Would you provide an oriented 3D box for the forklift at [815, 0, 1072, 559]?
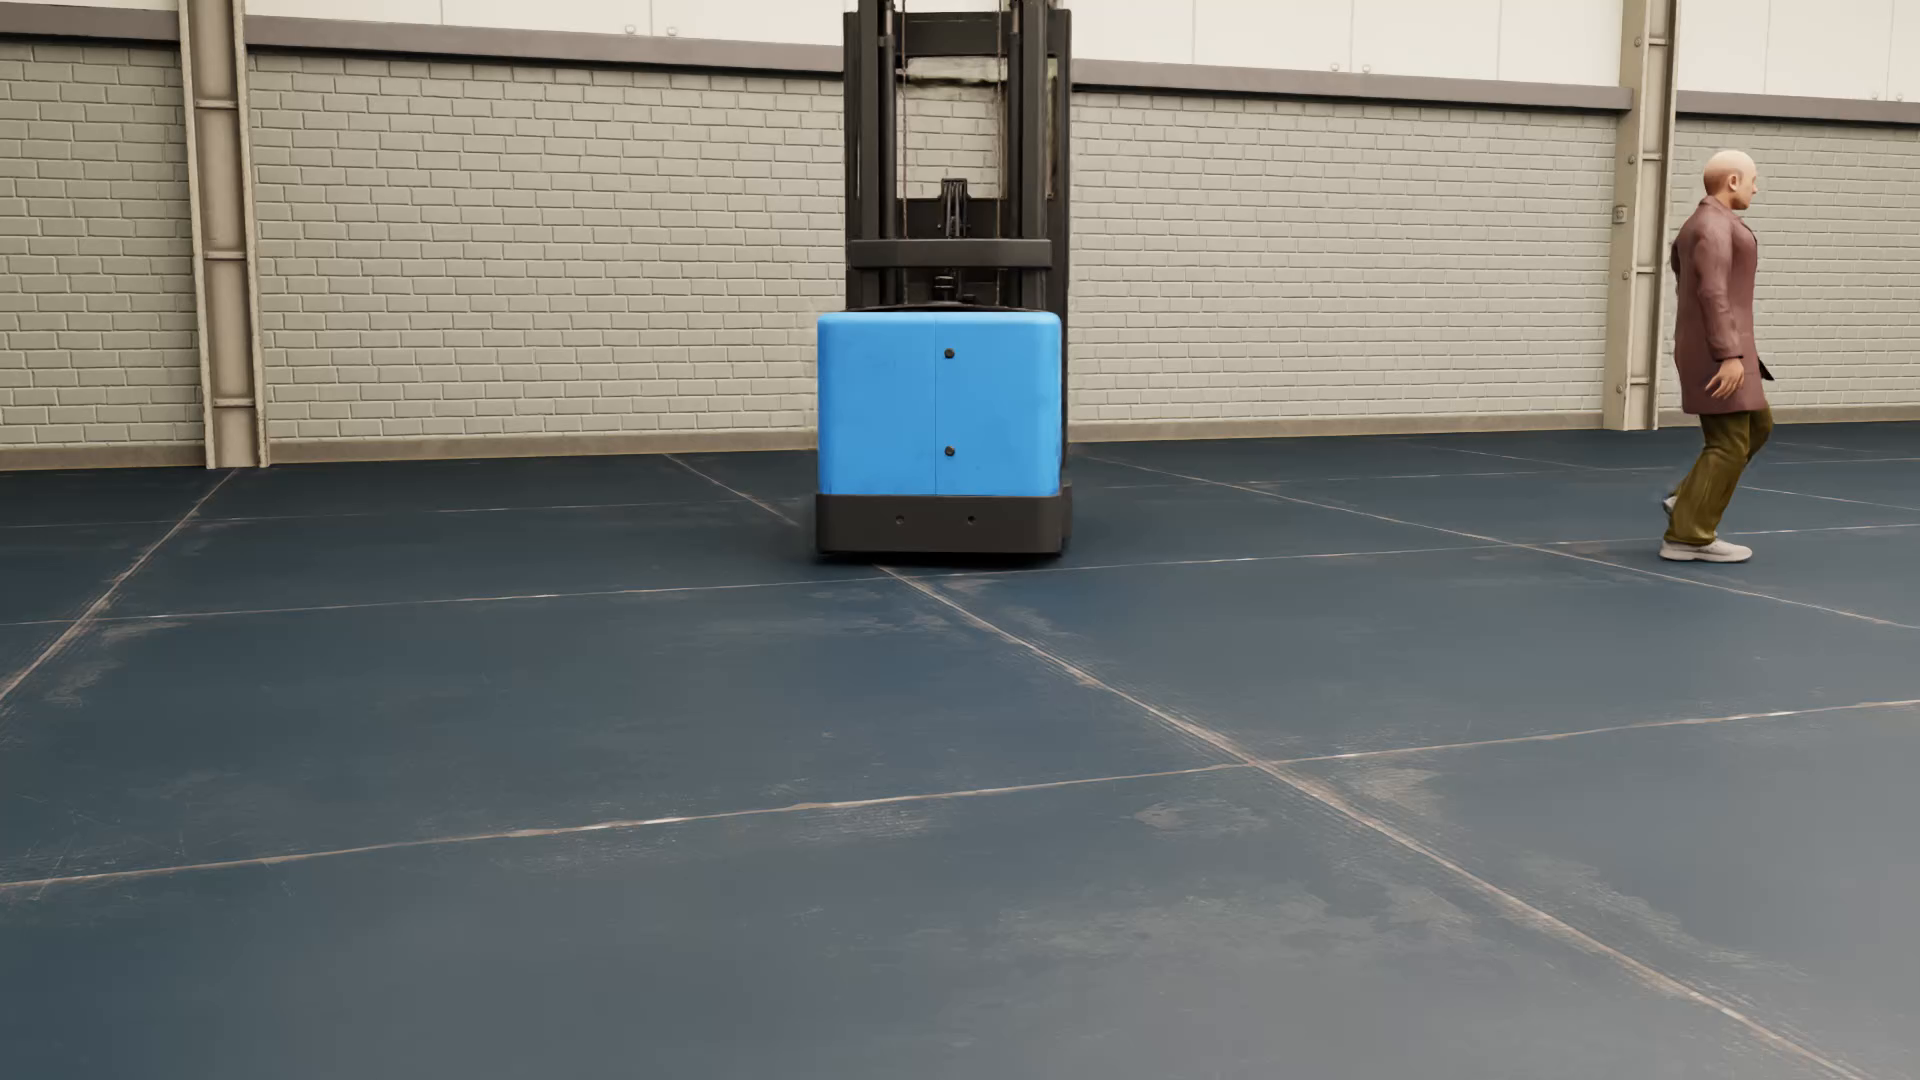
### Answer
[{"bbox_3d":[0.004,-1.532,8.315,1.130,2.935,3.031,1,8,4],"label":"forklift"}]

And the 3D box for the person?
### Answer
[{"bbox_3d":[3.325,-0.785,7.208,0.497,1.767,0.735,1,8,10],"label":"person"}]
